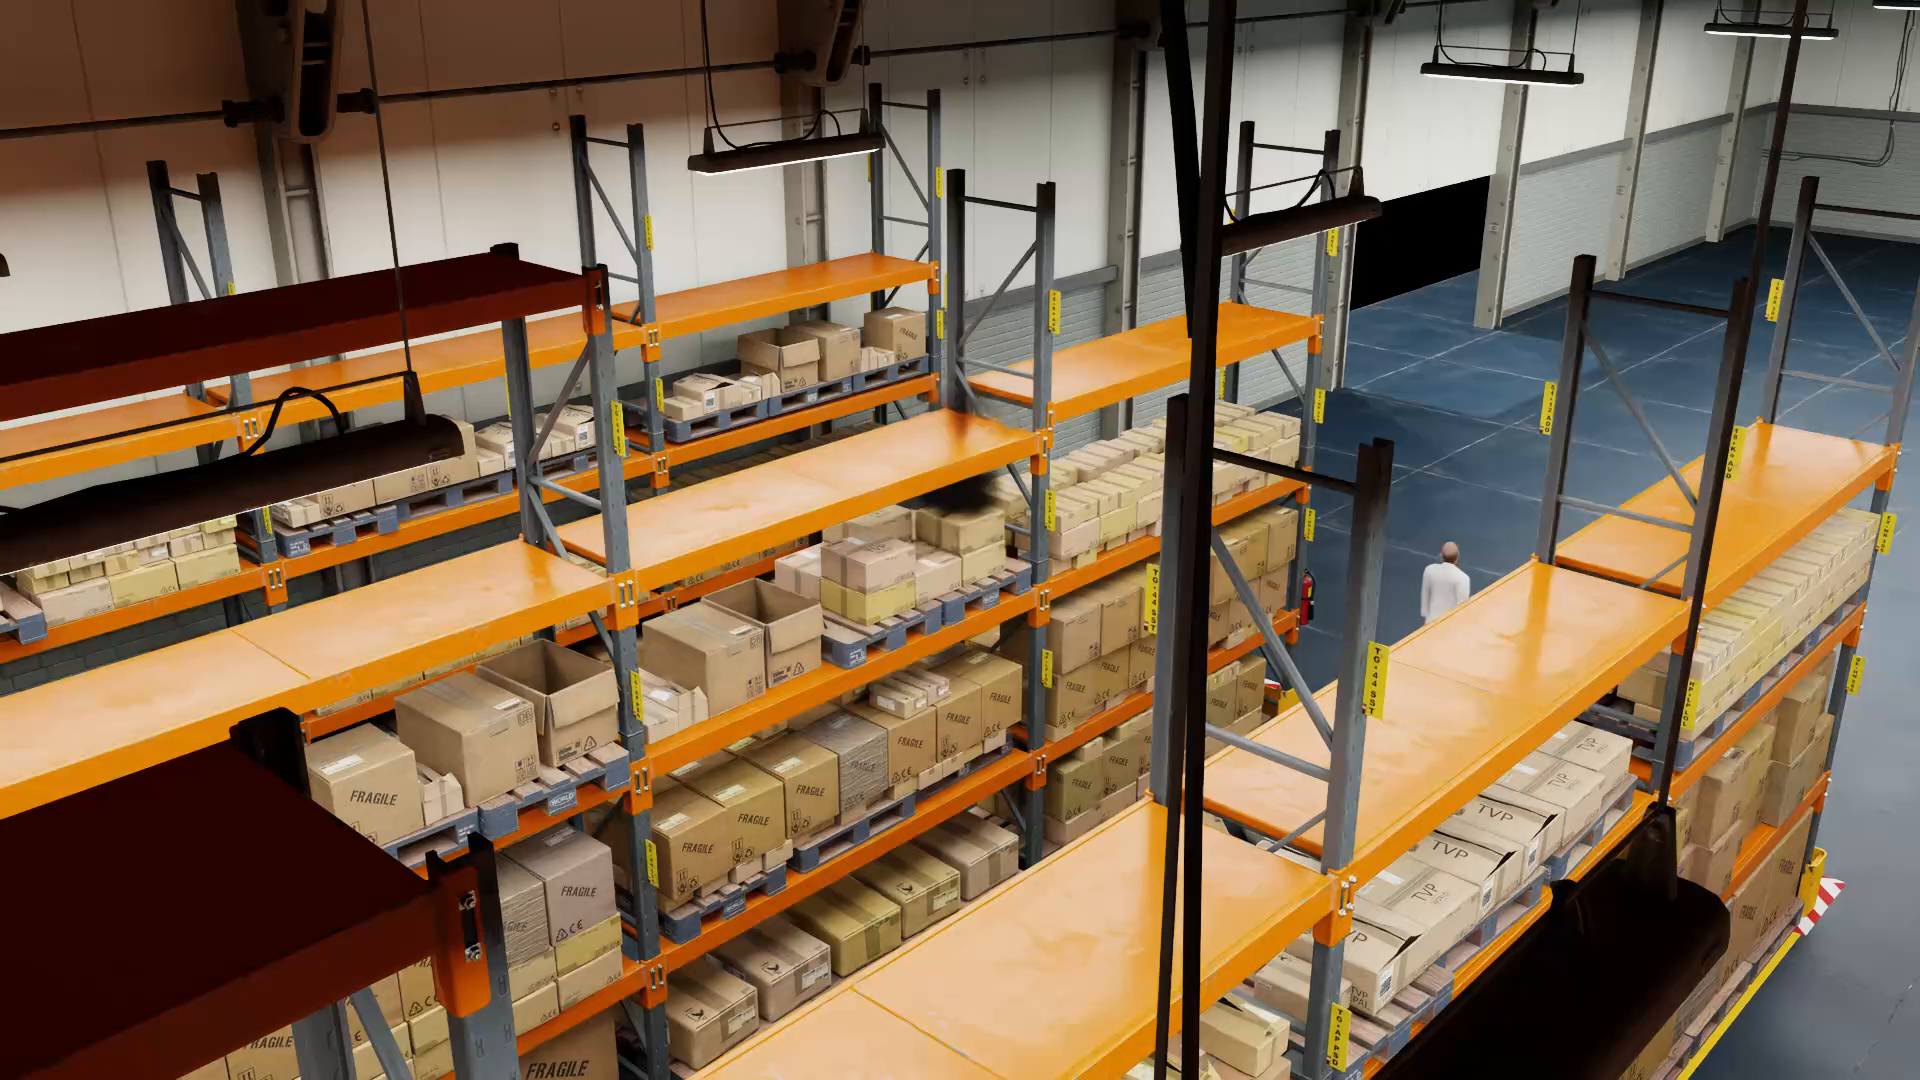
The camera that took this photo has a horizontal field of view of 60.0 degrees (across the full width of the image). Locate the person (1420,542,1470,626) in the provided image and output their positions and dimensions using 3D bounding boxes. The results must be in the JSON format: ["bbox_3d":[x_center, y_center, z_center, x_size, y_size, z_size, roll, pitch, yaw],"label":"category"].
[{"bbox_3d":[5.046,0.874,17.286,0.662,1.771,0.517,20,29,41],"label":"person"}]
